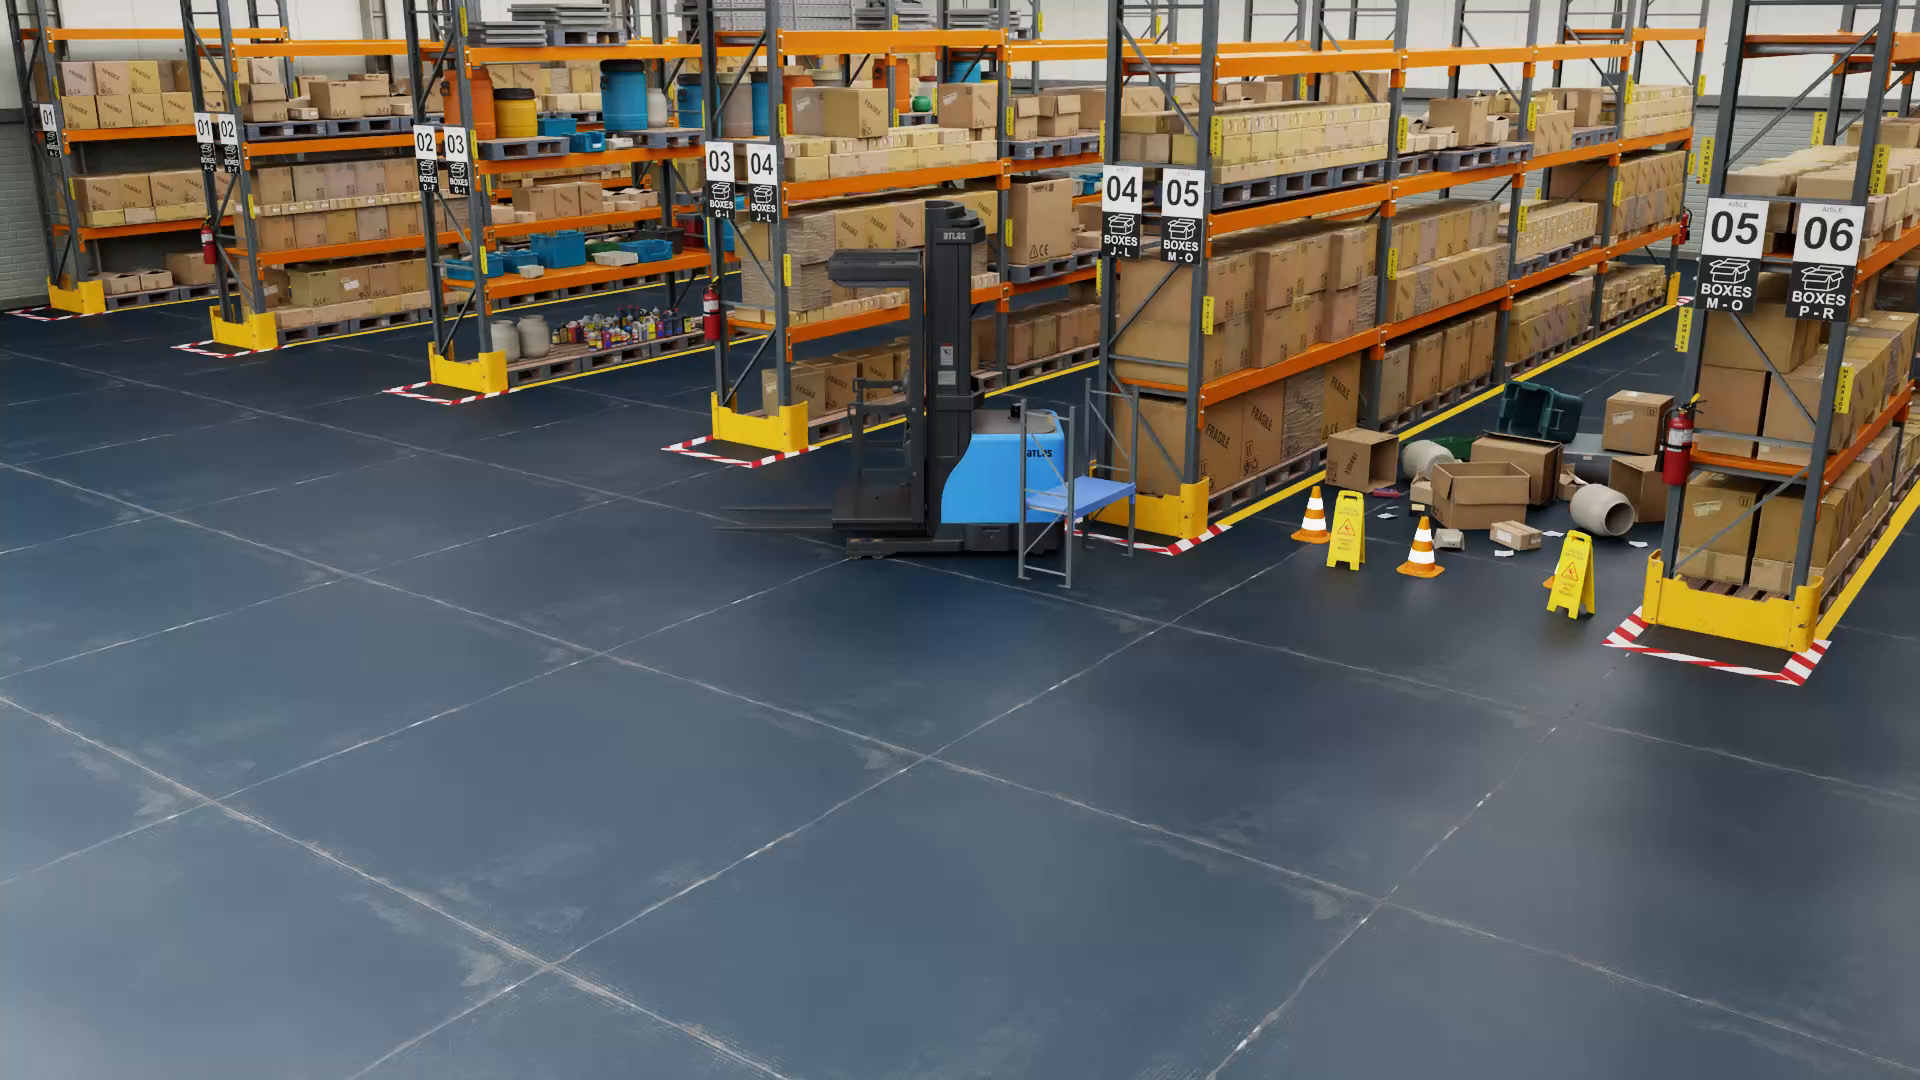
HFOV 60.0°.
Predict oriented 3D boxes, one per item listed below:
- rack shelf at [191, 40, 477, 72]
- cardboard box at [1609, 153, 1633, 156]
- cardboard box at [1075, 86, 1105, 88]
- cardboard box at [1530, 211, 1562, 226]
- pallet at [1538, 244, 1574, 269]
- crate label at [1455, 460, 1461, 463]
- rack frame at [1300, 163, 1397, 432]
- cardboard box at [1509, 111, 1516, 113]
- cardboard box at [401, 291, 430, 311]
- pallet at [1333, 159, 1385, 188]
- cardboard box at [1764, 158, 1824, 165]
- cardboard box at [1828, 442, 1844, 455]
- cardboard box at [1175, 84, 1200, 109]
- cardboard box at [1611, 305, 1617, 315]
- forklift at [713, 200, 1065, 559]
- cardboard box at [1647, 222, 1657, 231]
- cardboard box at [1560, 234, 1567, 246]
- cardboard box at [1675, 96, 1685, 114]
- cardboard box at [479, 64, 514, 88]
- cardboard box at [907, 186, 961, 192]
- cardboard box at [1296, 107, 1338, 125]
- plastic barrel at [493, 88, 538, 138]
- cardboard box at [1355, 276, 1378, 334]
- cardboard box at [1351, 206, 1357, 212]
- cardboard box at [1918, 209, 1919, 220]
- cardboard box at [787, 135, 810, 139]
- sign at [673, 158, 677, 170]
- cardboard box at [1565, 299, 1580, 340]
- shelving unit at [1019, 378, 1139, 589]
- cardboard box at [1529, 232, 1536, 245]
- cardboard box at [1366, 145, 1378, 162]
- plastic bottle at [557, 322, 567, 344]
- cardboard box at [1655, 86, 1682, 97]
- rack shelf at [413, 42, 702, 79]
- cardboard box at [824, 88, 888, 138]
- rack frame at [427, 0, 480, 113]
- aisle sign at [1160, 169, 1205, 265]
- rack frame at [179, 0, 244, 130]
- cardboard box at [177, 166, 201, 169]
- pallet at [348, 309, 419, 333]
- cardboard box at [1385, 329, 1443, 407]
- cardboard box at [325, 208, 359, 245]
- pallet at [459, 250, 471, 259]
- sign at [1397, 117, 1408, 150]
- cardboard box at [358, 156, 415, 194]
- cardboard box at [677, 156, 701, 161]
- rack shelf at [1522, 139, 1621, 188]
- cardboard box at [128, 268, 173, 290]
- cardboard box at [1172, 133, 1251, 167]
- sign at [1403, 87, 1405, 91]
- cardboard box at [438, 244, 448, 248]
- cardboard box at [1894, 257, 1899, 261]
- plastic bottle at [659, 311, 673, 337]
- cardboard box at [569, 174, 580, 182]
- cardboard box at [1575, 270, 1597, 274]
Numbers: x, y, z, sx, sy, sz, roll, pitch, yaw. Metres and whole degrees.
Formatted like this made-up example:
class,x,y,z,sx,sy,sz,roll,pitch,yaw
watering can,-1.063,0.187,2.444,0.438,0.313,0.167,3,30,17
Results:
class,x,y,z,sx,sy,sz,roll,pitch,yaw
rack shelf,-8.992,-7.041,24.130,1.077,0.370,4.000,12,21,35
cardboard box,10.123,-5.759,25.875,0.500,0.500,0.500,12,21,33
cardboard box,1.745,-5.920,22.681,0.500,0.500,0.500,13,21,35
cardboard box,7.825,-4.300,22.245,0.380,0.149,0.250,12,21,34
pallet,7.607,-3.875,22.486,1.003,0.211,1.213,12,21,35
crate label,4.965,-0.725,16.848,0.298,0.136,0.250,-1,17,-3
rack frame,4.077,-2.535,17.848,1.000,3.000,0.127,12,21,35
cardboard box,6.884,-5.270,21.430,0.500,0.500,0.500,12,21,35
cardboard box,-8.493,-3.686,25.484,0.500,0.250,0.500,12,21,35
pallet,3.581,-3.732,16.795,1.003,0.211,1.213,12,21,35
cardboard box,6.580,-2.929,13.138,0.380,0.149,0.250,13,22,36
cardboard box,6.460,-0.767,12.580,0.380,0.149,0.250,12,21,33
cardboard box,3.286,-6.448,24.515,0.500,0.500,0.500,14,22,38
cardboard box,9.584,-3.441,24.866,0.380,0.149,0.250,12,21,34
forklift,-0.622,-1.397,14.299,3.031,2.935,1.130,0,17,-1
cardboard box,10.630,-4.908,25.914,0.380,0.149,0.250,11,21,32
cardboard box,7.992,-4.080,22.541,0.380,0.149,0.250,14,22,37
cardboard box,10.853,-6.716,25.664,0.500,0.250,0.500,12,21,33
cardboard box,-7.401,-7.246,26.243,0.500,0.500,0.500,13,21,35
cardboard box,-0.319,-4.040,20.341,0.500,0.500,0.500,12,21,35
cardboard box,3.362,-4.033,15.816,0.380,0.149,0.250,12,21,34
plastic barrel,-5.630,-5.375,20.910,0.600,0.588,0.600,0,17,0
cardboard box,3.867,-2.516,17.536,0.875,0.550,0.550,12,21,35
cardboard box,6.595,-5.725,28.545,0.380,0.149,0.250,13,21,35
cardboard box,7.815,-2.758,13.932,0.380,0.149,0.250,13,21,35
cardboard box,-1.860,-4.345,18.200,0.380,0.149,0.250,13,21,35
sign,-4.969,-6.595,28.971,0.100,0.325,0.005,12,21,35
cardboard box,8.299,-3.104,23.188,0.500,0.500,0.500,12,21,33
shelving unit,0.989,-0.491,13.796,0.538,1.500,1.048,12,21,33
cardboard box,7.226,-3.919,21.519,0.380,0.149,0.250,12,21,33
cardboard box,3.967,-3.892,16.709,0.380,0.149,0.250,13,21,36
plastic bottle,-5.410,-2.817,22.594,0.061,0.283,0.133,13,22,36
cardboard box,10.816,-6.867,25.479,0.380,0.149,0.250,13,21,36
rack shelf,-5.016,-6.165,21.309,1.077,0.370,4.000,12,21,35
cardboard box,-1.128,-4.650,18.087,0.500,0.500,0.500,12,21,34
rack frame,-7.800,-8.052,25.498,1.000,3.000,0.127,12,21,35
aisle sign,1.892,-2.754,14.170,0.394,0.787,0.004,12,21,35
rack frame,-10.183,-7.099,22.430,1.000,3.000,0.127,12,21,35
cardboard box,-12.841,-6.042,28.097,0.500,0.500,0.500,13,22,36
pallet,-9.034,-3.381,25.276,1.003,0.211,1.213,12,21,35
cardboard box,4.952,-2.054,19.385,1.050,0.750,0.750,12,21,35
cardboard box,-9.285,-4.634,24.439,0.700,0.500,0.500,13,21,35
pallet,-9.864,-5.496,32.087,1.003,0.211,1.213,12,21,35
sign,4.524,-4.154,17.000,0.100,0.325,0.005,12,21,35
cardboard box,-8.658,-5.507,25.065,0.700,0.500,0.500,12,21,35
cardboard box,-6.238,-8.409,36.259,0.980,0.700,0.700,12,21,33
rack shelf,7.652,-5.053,22.112,1.077,0.370,4.000,12,21,35
cardboard box,-13.340,-4.319,27.386,0.500,0.311,0.500,15,22,39
cardboard box,2.187,-3.403,14.461,0.500,0.250,0.500,12,21,35
sign,7.731,-8.012,29.068,0.100,0.325,0.005,12,21,35
cardboard box,-10.185,-5.747,31.667,0.700,0.500,0.500,12,21,35
cardboard box,9.122,-2.590,16.648,0.500,0.500,0.500,11,21,33
plastic bottle,-4.091,-3.006,23.089,0.144,0.351,0.185,11,20,32
cardboard box,-7.947,-7.370,33.807,0.380,0.149,0.250,13,22,36
cardboard box,9.874,-4.134,26.095,0.380,0.149,0.250,13,21,36
